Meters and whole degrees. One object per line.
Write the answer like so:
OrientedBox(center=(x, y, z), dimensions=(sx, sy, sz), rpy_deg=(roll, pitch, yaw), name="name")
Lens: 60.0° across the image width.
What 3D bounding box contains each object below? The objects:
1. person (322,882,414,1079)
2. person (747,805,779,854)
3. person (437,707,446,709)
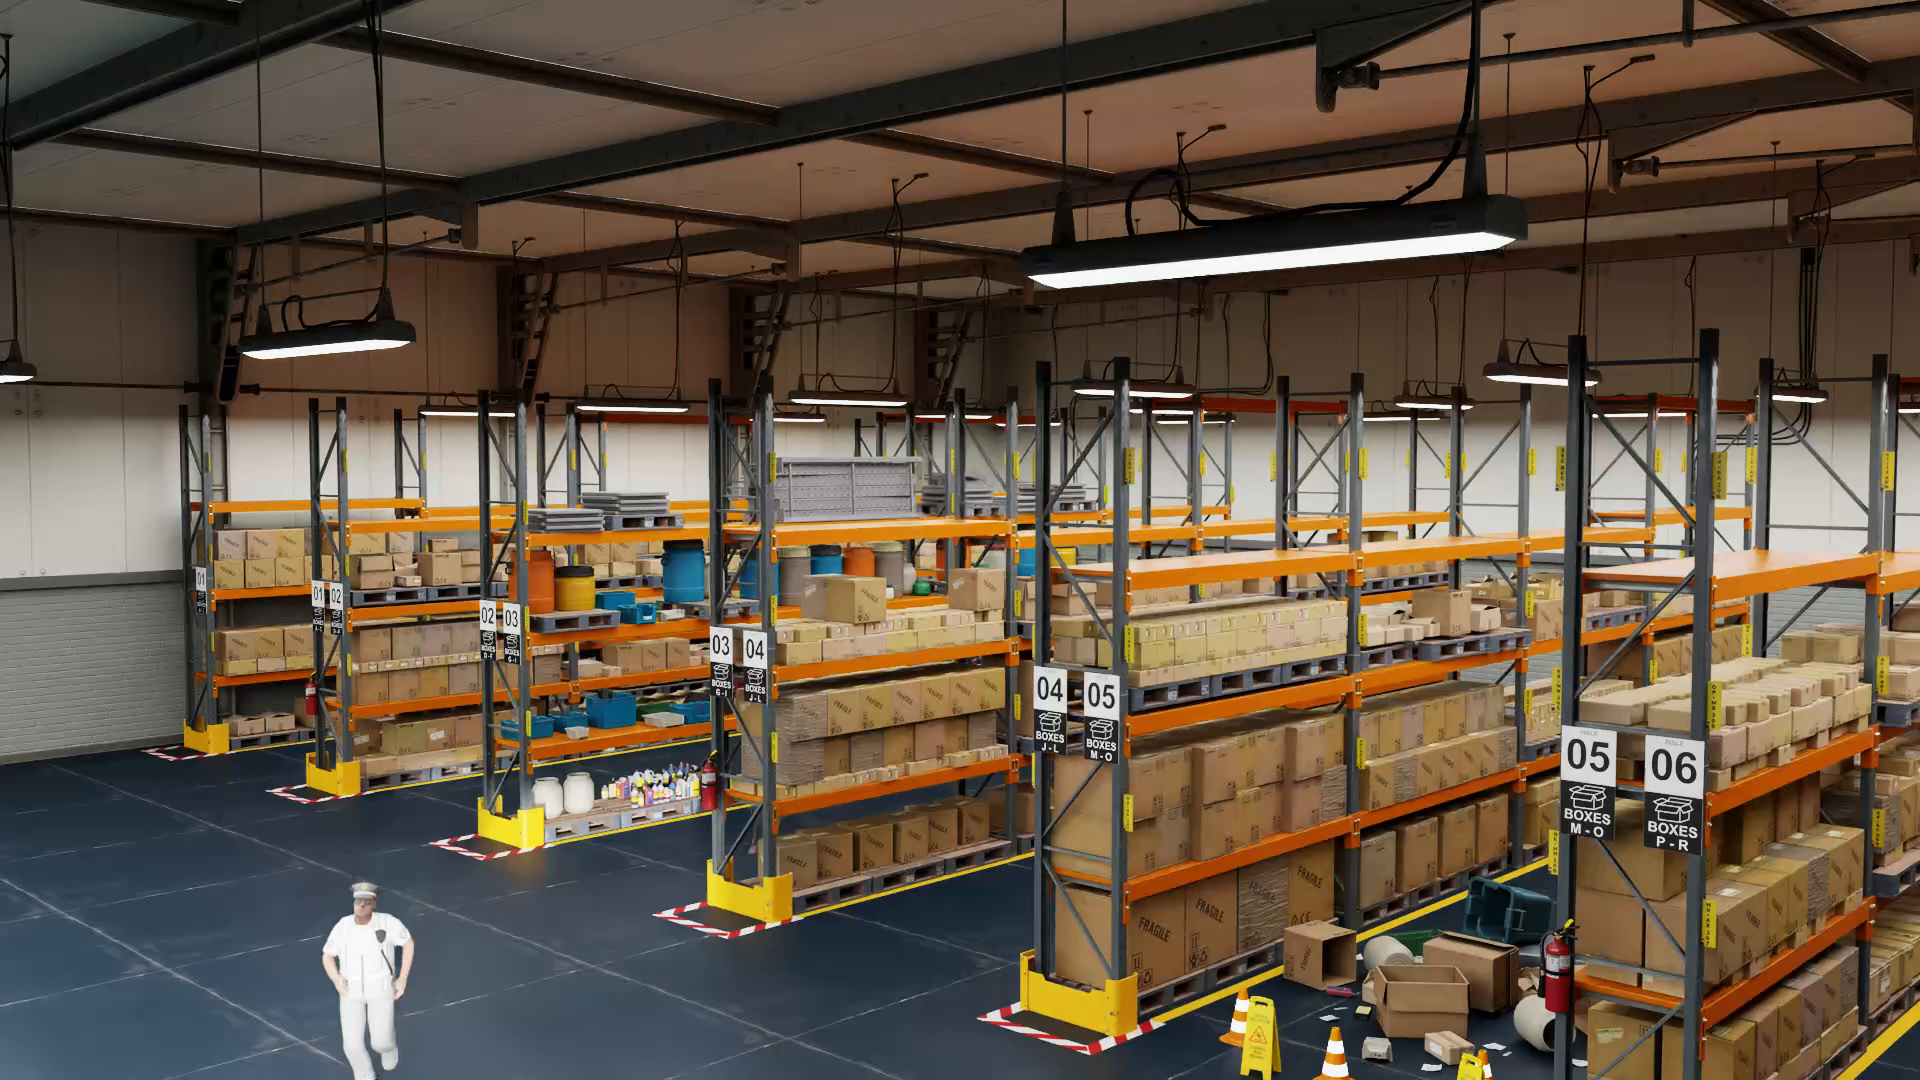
OrientedBox(center=(-4.748, 3.599, 13.324), dimensions=(0.697, 1.752, 0.601), rpy_deg=(-1, 3, -12), name="person")
OrientedBox(center=(-2.546, 3.235, 21.770), dimensions=(0.567, 1.633, 0.876), rpy_deg=(2, 3, 27), name="person")
OrientedBox(center=(-8.979, 2.769, 28.938), dimensions=(0.693, 1.737, 0.699), rpy_deg=(3, 4, 41), name="person")
